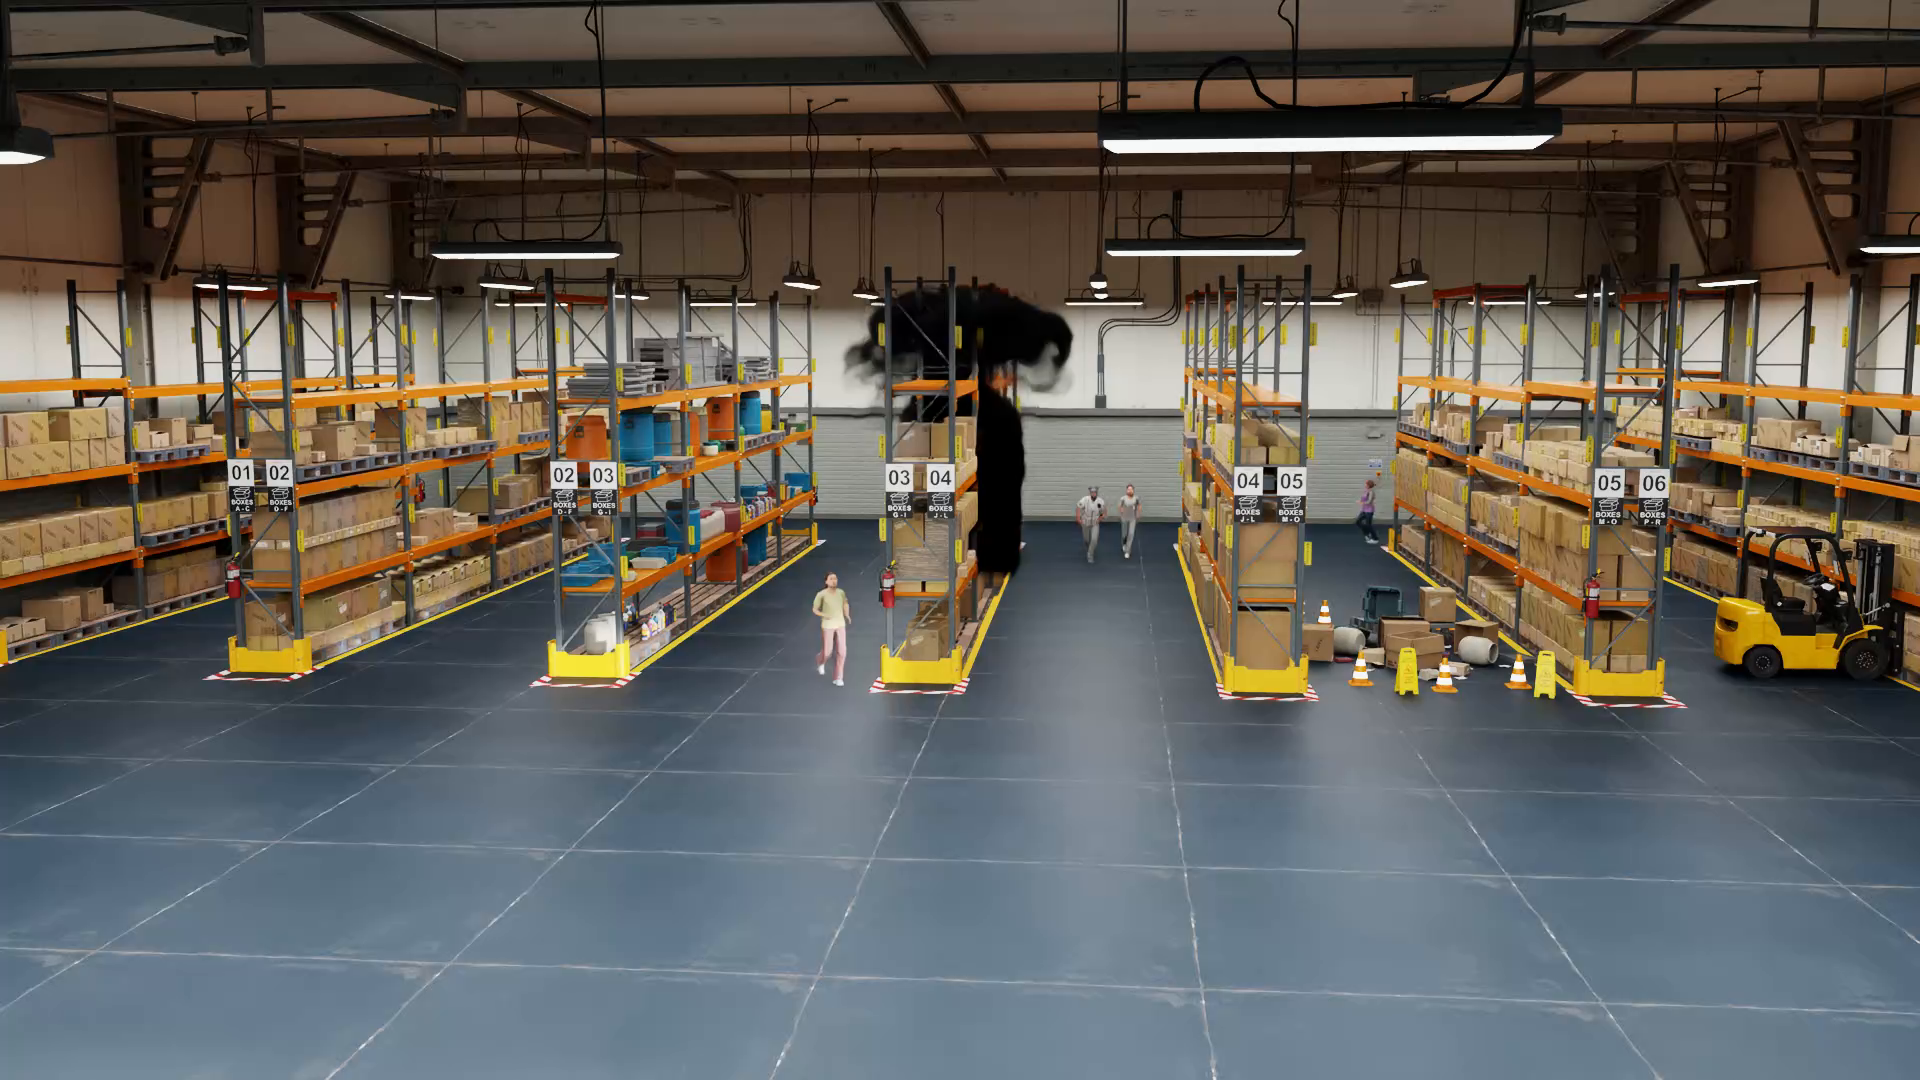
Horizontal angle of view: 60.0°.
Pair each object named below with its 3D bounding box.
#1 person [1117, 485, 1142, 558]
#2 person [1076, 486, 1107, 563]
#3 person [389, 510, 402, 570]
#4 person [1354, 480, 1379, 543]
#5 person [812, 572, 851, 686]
[{"bbox_3d":[3.889,-0.449,38.166,0.573,1.659,0.900,0,7,3],"label":"person"},{"bbox_3d":[2.955,-0.370,37.400,0.693,1.747,0.724,0,7,2],"label":"person"},{"bbox_3d":[-11.342,0.178,33.427,0.531,1.557,0.539,0,7,-2],"label":"person"},{"bbox_3d":[9.867,-0.693,40.329,0.627,1.558,0.508,0,7,-4],"label":"person"},{"bbox_3d":[-1.853,1.269,24.157,0.587,1.621,0.774,-3,8,-24],"label":"person"}]
